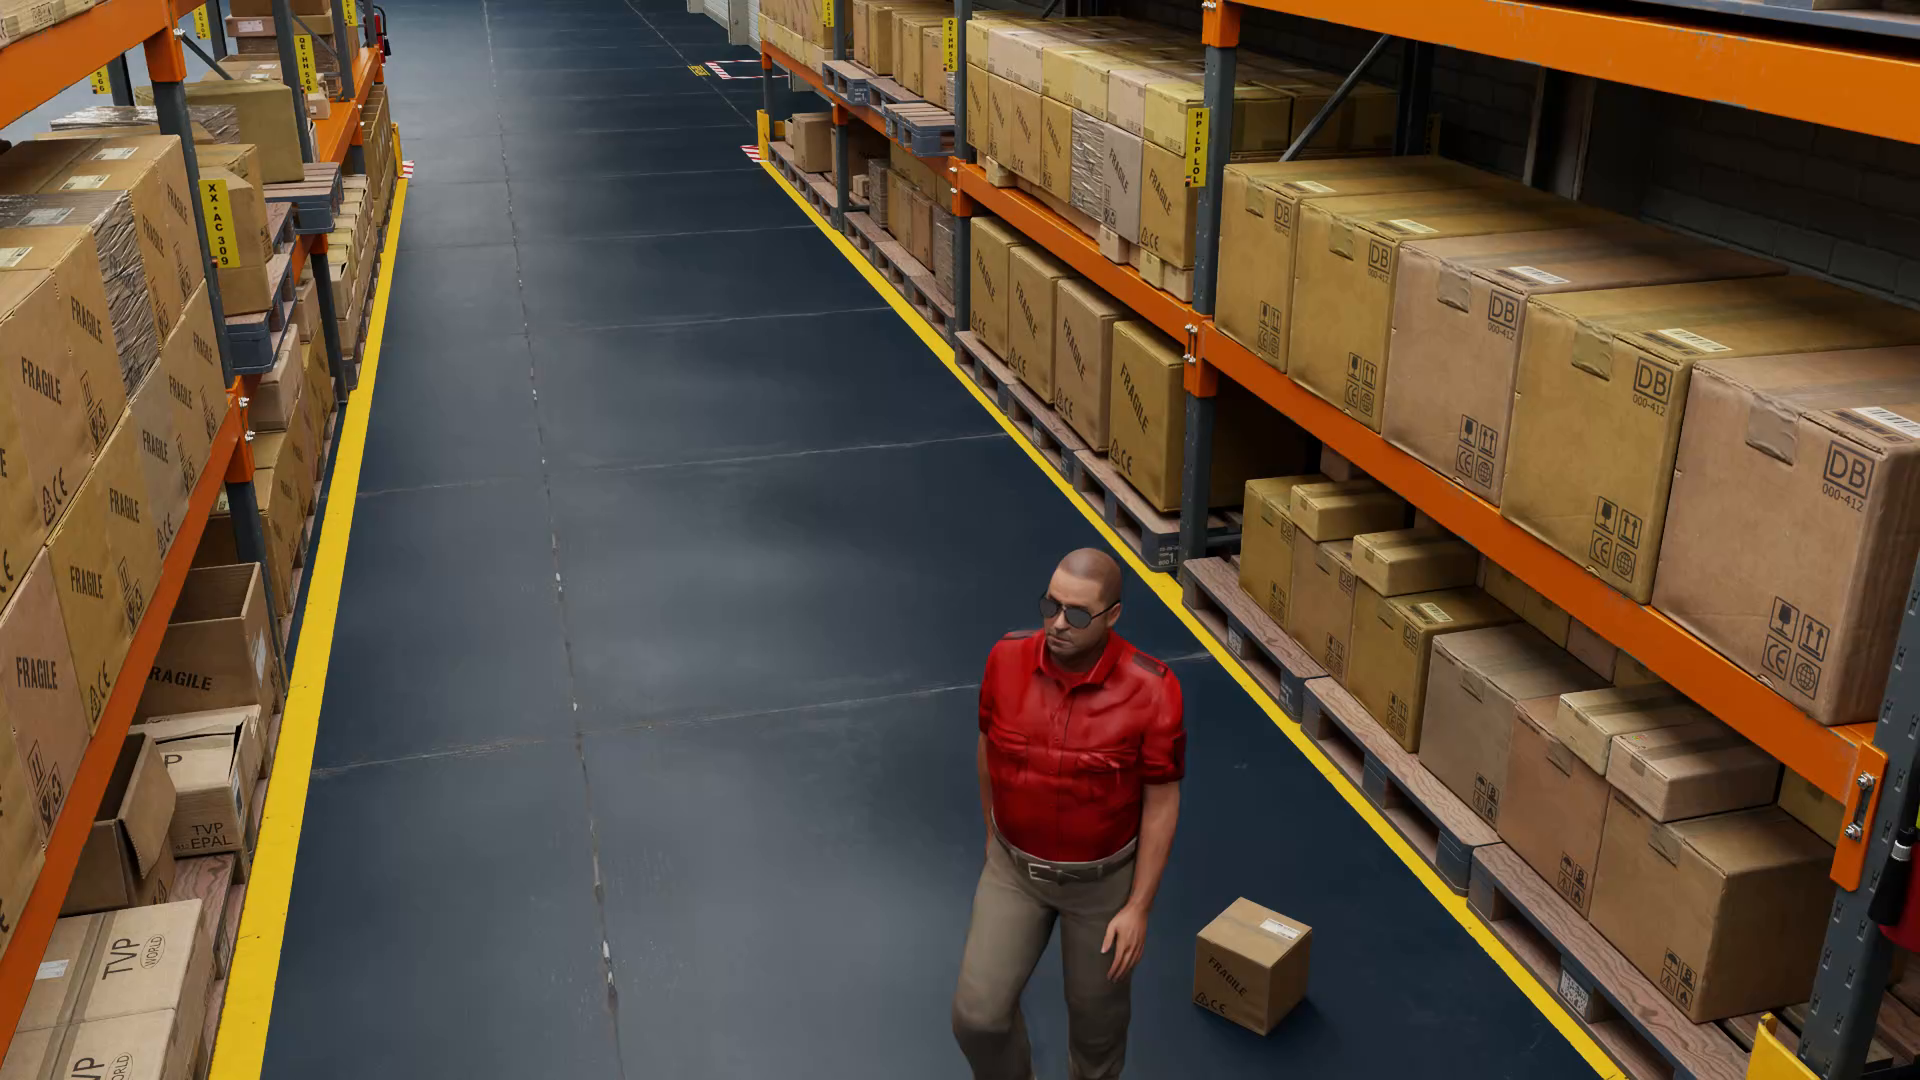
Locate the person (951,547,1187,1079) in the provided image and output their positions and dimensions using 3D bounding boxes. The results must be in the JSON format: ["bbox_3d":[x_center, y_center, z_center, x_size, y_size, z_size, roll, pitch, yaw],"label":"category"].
[{"bbox_3d":[0.265,0.898,4.126,0.543,1.709,0.512,8,24,19],"label":"person"}]
